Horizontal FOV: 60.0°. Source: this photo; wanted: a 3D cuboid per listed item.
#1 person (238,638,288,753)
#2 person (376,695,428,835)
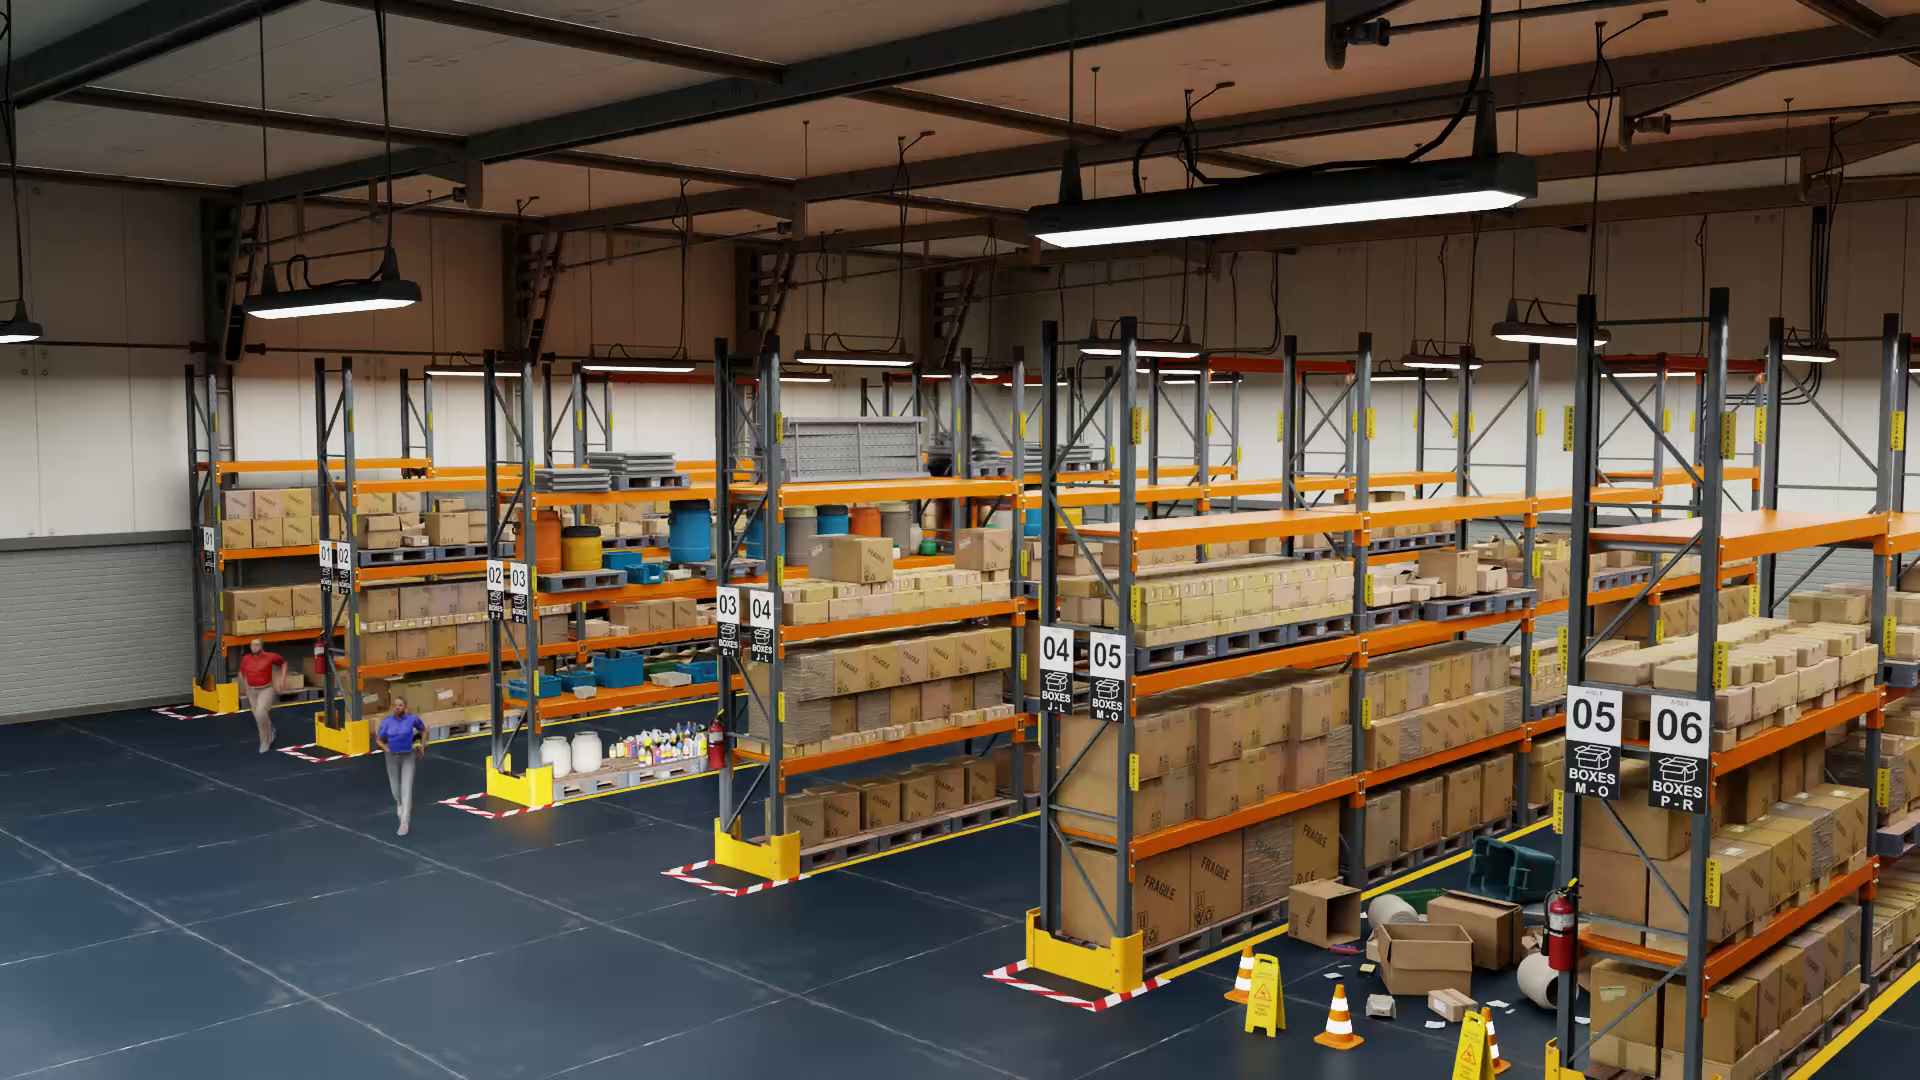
[{"bbox_3d":[-10.735,2.373,25.566,0.673,1.770,0.837,0,4,6],"label":"person"},{"bbox_3d":[-6.923,2.744,20.625,0.594,1.654,0.941,-1,4,-11],"label":"person"}]
